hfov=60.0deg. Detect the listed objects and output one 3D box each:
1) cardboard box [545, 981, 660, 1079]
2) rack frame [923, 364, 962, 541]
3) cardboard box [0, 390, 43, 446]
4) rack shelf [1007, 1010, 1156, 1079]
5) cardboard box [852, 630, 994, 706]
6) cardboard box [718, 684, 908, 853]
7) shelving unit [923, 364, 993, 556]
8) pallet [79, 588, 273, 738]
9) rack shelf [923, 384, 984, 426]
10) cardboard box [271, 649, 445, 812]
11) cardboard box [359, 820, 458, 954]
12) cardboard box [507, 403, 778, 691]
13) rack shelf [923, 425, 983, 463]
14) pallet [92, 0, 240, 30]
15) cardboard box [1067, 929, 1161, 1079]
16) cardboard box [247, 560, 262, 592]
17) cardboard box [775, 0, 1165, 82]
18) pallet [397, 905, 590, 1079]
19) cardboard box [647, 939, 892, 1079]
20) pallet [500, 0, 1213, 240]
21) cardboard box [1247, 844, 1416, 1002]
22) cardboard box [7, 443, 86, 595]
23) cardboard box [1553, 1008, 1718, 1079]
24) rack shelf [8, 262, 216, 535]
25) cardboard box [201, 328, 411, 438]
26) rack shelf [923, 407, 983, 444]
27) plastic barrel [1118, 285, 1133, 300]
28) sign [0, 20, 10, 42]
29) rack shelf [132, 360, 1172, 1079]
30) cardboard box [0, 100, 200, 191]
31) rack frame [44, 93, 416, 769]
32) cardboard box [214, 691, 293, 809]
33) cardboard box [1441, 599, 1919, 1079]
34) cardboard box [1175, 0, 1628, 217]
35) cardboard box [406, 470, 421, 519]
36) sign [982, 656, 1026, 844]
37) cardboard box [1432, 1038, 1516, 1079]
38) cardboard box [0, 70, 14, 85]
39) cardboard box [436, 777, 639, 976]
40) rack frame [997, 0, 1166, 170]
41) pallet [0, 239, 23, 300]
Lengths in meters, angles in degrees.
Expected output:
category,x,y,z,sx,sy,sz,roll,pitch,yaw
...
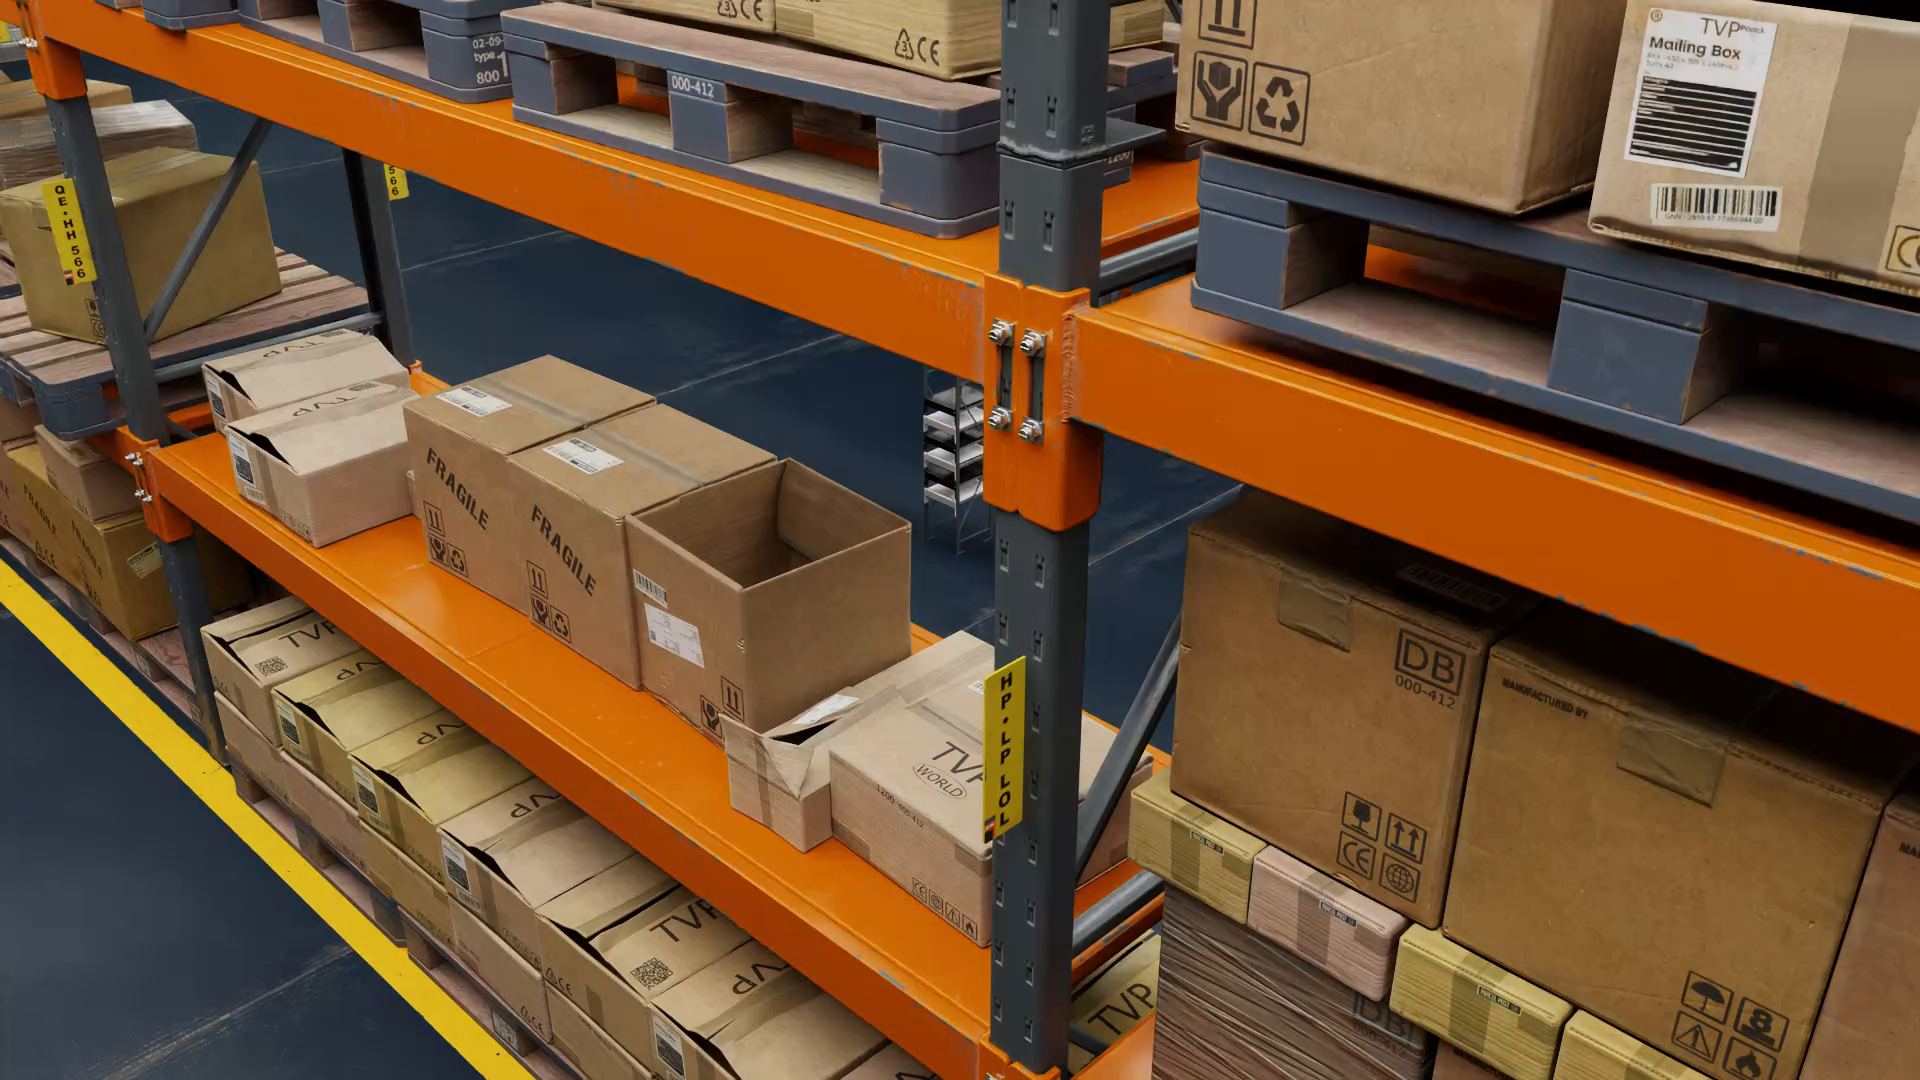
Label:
category,x,y,z,sx,sy,sz,roll,pitch,yaw
cardboard box,-0.776,1.298,4.561,0.500,0.250,0.500,-24,36,-38
rack frame,-0.078,-0.434,7.609,0.006,0.900,0.240,25,36,38
cardboard box,-4.012,-0.664,7.196,0.500,0.250,0.500,24,36,37
rack shelf,1.873,1.610,2.239,4.000,0.370,1.077,25,36,38
cardboard box,-0.041,0.393,4.050,0.250,0.149,0.380,25,36,38
cardboard box,-0.309,0.472,3.774,0.258,0.266,0.396,24,36,37
shelving unit,-0.006,-0.401,7.546,0.210,0.900,0.258,25,36,38
pallet,-2.911,0.311,6.931,1.213,0.211,1.003,25,36,38
rack shelf,-0.006,-0.610,7.435,0.200,0.077,0.258,25,36,38
cardboard box,-1.857,0.553,5.375,0.500,0.311,0.500,24,36,37
cardboard box,-1.504,0.964,5.196,0.500,0.250,0.500,23,36,37
cardboard box,-0.822,0.003,4.414,0.500,0.500,0.500,25,36,38
rack shelf,-0.006,-0.451,7.519,0.200,0.077,0.258,25,36,38
pallet,-1.859,-1.719,4.776,1.213,0.211,1.003,-23,36,-37
cardboard box,0.327,1.204,4.138,0.500,0.311,0.500,25,37,39
cardboard box,-2.907,-0.167,7.058,0.500,0.500,0.500,23,35,37
cardboard box,0.014,-1.013,2.940,0.500,0.250,0.500,-21,34,-34
pallet,-0.980,1.247,5.151,1.213,0.211,1.003,25,36,38
cardboard box,-0.418,1.217,4.114,0.500,0.311,0.500,-24,36,-38
pallet,-0.191,-0.888,3.198,1.217,0.209,0.805,23,35,36
cardboard box,0.682,0.541,2.694,0.380,0.149,0.250,-25,36,-38
cardboard box,-3.605,-0.151,7.028,0.500,0.500,0.500,23,35,37
cardboard box,1.055,0.710,2.373,0.250,0.149,0.380,24,36,38
rack shelf,-3.831,-1.001,7.203,4.000,0.370,1.077,25,36,38
cardboard box,-2.176,-0.494,5.562,0.500,0.311,0.500,-23,35,-36
rack shelf,-0.006,-0.531,7.477,0.200,0.077,0.258,25,36,38
plastic barrel,0.709,-1.689,9.619,0.708,0.830,0.600,25,36,38
sign,-4.871,-2.670,8.360,0.005,0.325,0.100,25,36,38
rack shelf,-0.979,0.304,4.721,4.000,0.370,1.077,25,36,38
cardboard box,-3.452,-1.427,6.681,0.700,0.500,0.500,-18,33,-30
rack frame,-2.405,-0.667,5.795,0.127,3.000,1.000,25,36,38
cardboard box,-2.238,0.633,5.827,0.500,0.250,0.500,24,36,38
cardboard box,1.129,0.327,2.403,0.500,0.500,0.700,24,36,38
cardboard box,0.621,-0.729,1.982,0.500,0.500,0.500,-22,35,-35
cardboard box,-1.456,-0.158,5.097,0.380,0.149,0.250,-22,35,-36
sign,0.074,0.344,2.713,0.005,0.325,0.100,25,36,38
cardboard box,1.149,0.907,2.695,0.500,0.500,0.700,24,36,38
cardboard box,-4.542,-1.770,7.334,0.700,0.500,0.500,-19,33,-32
cardboard box,-1.128,0.888,4.739,0.500,0.311,0.500,24,36,38
rack frame,0.447,-2.017,1.916,0.127,3.000,1.000,25,36,38
pallet,-3.795,-1.215,7.043,1.213,0.211,1.003,25,36,38
